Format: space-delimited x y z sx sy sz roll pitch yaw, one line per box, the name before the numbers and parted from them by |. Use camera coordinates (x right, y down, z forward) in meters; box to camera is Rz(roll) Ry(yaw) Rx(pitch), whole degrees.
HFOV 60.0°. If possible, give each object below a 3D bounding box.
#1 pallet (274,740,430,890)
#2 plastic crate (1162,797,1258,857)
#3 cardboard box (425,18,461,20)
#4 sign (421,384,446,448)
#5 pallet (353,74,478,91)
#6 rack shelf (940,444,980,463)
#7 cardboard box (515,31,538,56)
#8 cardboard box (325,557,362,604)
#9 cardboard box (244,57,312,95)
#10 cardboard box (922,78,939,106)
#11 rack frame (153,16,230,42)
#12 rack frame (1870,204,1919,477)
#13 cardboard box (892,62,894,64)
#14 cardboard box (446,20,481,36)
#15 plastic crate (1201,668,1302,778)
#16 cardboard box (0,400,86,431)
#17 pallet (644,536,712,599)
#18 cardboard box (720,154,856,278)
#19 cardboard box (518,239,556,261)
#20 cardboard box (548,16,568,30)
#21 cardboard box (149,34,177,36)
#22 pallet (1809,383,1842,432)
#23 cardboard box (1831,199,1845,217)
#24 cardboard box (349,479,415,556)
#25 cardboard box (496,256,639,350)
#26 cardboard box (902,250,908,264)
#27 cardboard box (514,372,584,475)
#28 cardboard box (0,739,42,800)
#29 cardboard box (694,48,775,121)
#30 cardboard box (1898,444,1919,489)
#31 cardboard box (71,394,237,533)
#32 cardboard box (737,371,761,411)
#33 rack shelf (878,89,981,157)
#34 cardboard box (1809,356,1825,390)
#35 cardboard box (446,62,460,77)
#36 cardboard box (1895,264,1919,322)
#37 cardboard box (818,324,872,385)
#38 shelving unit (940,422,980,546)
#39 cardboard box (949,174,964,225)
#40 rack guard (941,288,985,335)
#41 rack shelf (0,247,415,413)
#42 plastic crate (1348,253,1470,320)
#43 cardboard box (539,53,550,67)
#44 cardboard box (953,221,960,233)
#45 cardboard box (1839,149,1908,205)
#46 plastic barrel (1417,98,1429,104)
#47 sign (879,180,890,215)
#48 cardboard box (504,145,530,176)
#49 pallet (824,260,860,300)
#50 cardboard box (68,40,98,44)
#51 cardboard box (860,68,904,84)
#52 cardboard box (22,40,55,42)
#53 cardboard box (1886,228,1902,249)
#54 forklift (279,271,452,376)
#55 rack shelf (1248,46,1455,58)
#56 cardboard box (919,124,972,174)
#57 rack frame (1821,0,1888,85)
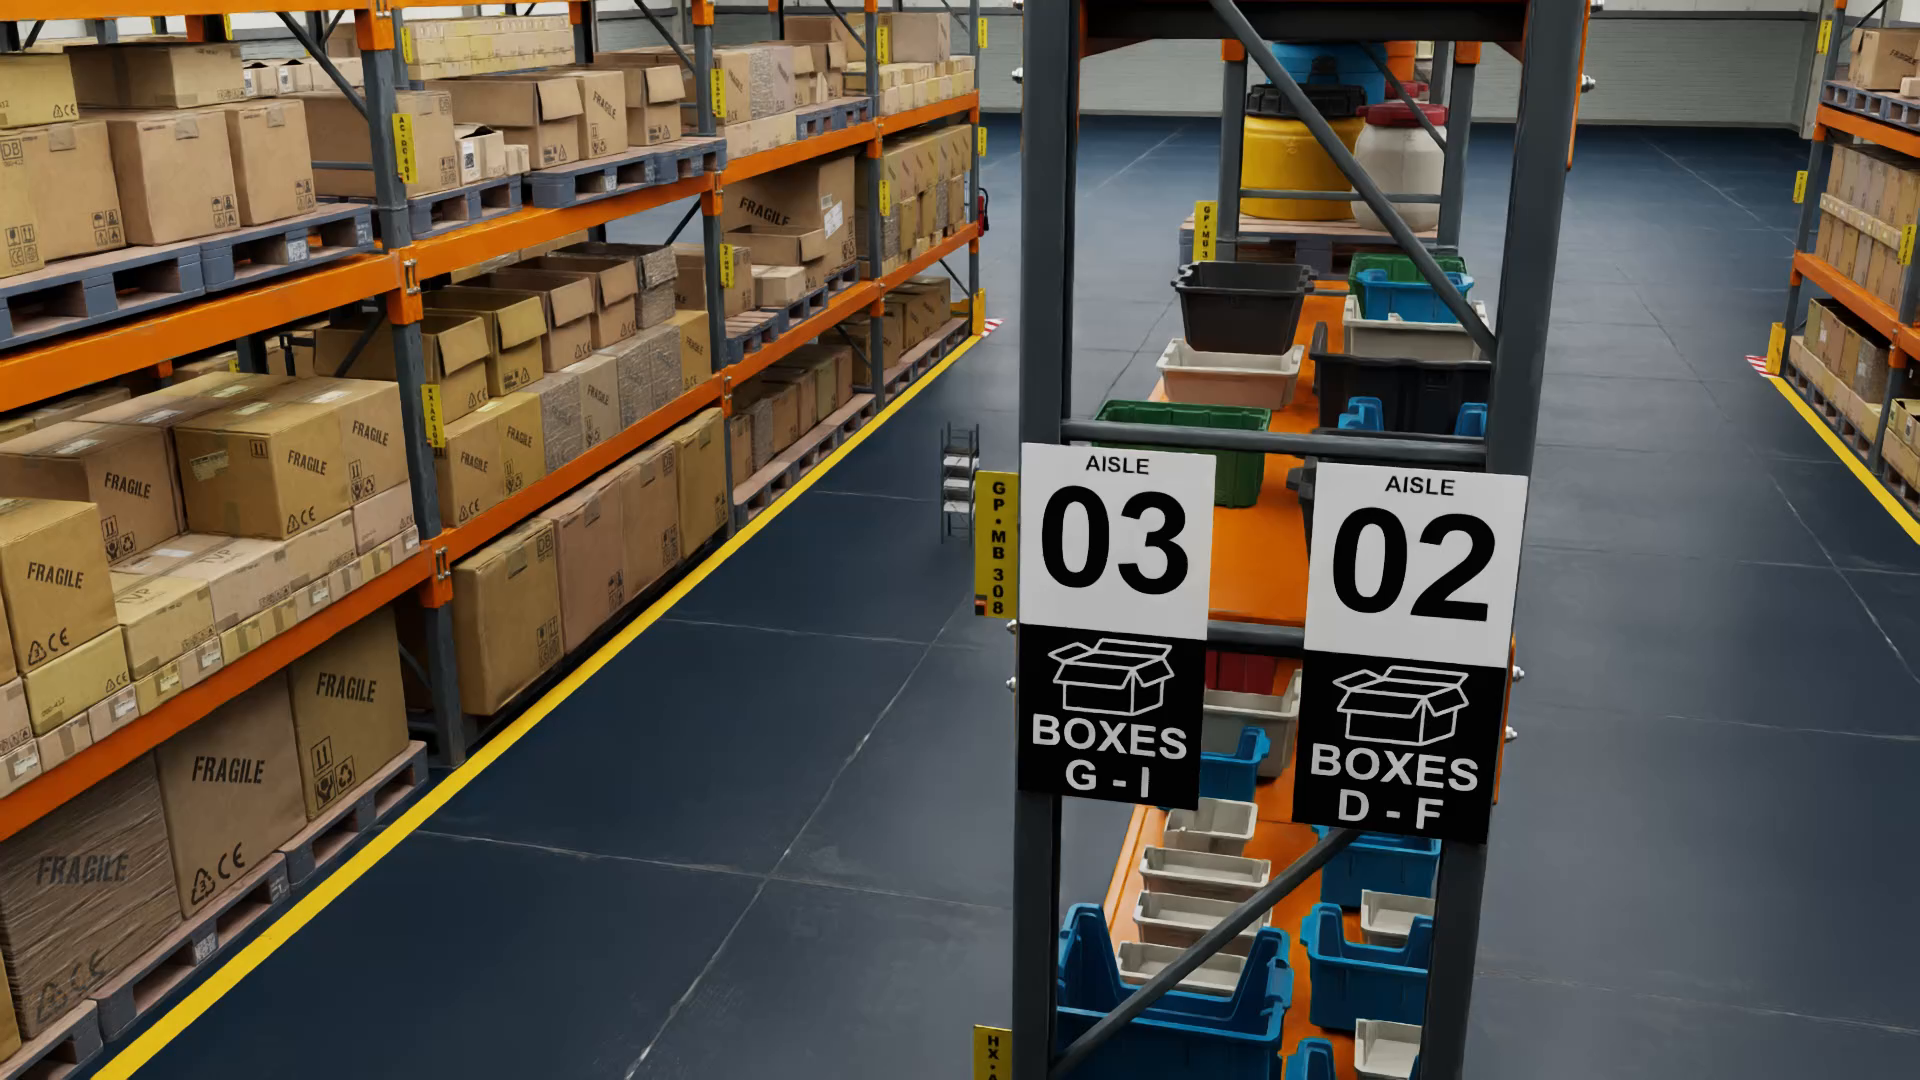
pallet | -3.468 1.328 8.474 1.003 0.211 1.213 5 19 13
plastic crate | 0.826 0.974 5.510 0.298 0.136 0.250 5 19 13
cardboard box | -5.824 -5.775 18.663 0.380 0.149 0.250 5 19 14
sign | -2.668 -0.628 8.424 0.100 0.325 0.005 5 19 13
pallet | -5.827 -4.788 17.562 1.003 0.211 1.213 5 19 13
rack shelf | -0.002 -0.647 12.458 0.258 0.077 0.200 5 19 13
cardboard box | -5.155 -5.655 18.929 0.500 0.250 0.500 5 19 13
cardboard box | -3.089 0.177 7.916 0.380 0.149 0.250 4 19 12
cardboard box | -6.252 -4.212 15.070 0.500 0.311 0.500 4 19 11
cardboard box | -0.517 -4.688 17.363 0.500 0.250 0.500 4 19 12
rack frame | -9.884 -7.607 21.036 1.000 3.000 0.127 5 19 13
rack frame | 8.353 -1.948 13.750 1.000 3.000 0.127 5 19 13
cardboard box | -0.917 -5.049 17.805 0.380 0.149 0.250 4 19 11
cardboard box | -5.371 -5.486 17.818 0.380 0.149 0.250 5 19 14
plastic crate | 1.044 0.659 6.209 0.437 0.282 0.530 5 19 13
cardboard box | -7.040 -0.878 12.674 0.500 0.250 0.500 5 19 14
pallet | -2.495 0.083 12.118 1.003 0.211 1.213 5 19 13
cardboard box | -1.582 -2.976 15.183 1.000 1.000 1.000 5 19 14
cardboard box | -5.374 -3.108 19.784 0.875 0.875 0.875 4 19 13
cardboard box | -4.875 -6.122 19.681 0.380 0.149 0.250 5 19 14
cardboard box | -10.169 -6.351 21.154 0.380 0.149 0.250 5 19 13
pallet | 8.884 -1.258 16.044 1.003 0.211 1.213 5 19 13
cardboard box | 8.901 -3.289 16.518 0.380 0.149 0.250 5 19 14
cardboard box | -3.060 -0.135 8.213 0.500 0.250 0.500 4 19 12
cardboard box | -2.586 -1.568 10.931 0.797 0.503 0.637 5 20 15
cardboard box | -0.748 -2.893 16.906 0.380 0.149 0.250 5 19 13
cardboard box | -2.607 -0.710 9.972 0.500 0.500 0.500 4 19 12
cardboard box | -3.591 0.821 6.033 0.380 0.149 0.250 4 19 13
cardboard box | -1.738 -3.467 12.628 0.500 0.500 0.500 5 19 14
cardboard box | 7.888 -0.579 13.345 0.500 0.250 0.500 5 20 15
cardboard box | -3.700 -0.365 7.728 0.500 0.500 0.500 5 19 13
cardboard box | -1.975 -1.237 13.696 0.500 0.250 0.500 7 20 20
rack shelf | -0.763 -4.438 17.511 1.077 0.370 4.000 5 19 13
cardboard box | 8.742 -1.635 16.438 0.500 0.250 0.500 5 19 13
cardboard box | -5.495 -4.948 17.478 0.380 0.149 0.250 5 19 13
cardboard box | 8.455 -2.135 14.143 0.700 0.500 0.500 4 19 12
cardboard box | -1.116 -1.870 16.738 0.500 0.500 0.500 4 19 12
shelving unit | -0.002 -0.423 12.535 0.258 0.900 0.210 5 19 13
cardboard box | -0.442 -3.837 18.666 0.875 0.500 0.500 5 19 13
rack guard | -0.293 -2.779 20.049 1.175 0.500 0.348 5 19 13
rack shelf | -3.695 -0.676 6.499 1.077 0.370 4.000 5 19 13
plastic crate | 1.786 -0.996 6.649 0.450 0.188 0.662 5 19 13
cardboard box | -4.999 -5.586 19.344 0.380 0.149 0.250 5 19 14
cardboard box | -0.217 -3.600 18.976 0.380 0.149 0.250 5 19 13
cardboard box | 9.068 -3.536 16.237 0.700 0.500 0.500 4 19 12
plastic barrel | 2.946 -2.632 10.940 0.421 0.512 0.421 0 19 0
sign | -0.713 -3.237 15.732 0.100 0.325 0.005 5 19 13
cardboard box | -2.697 -2.178 9.523 0.380 0.149 0.250 4 19 11
pallet | -1.580 -2.413 15.408 1.003 0.211 1.213 5 19 13
cardboard box | -10.169 -5.759 19.422 0.380 0.149 0.250 5 20 14
cardboard box | -0.770 -4.599 16.486 0.380 0.149 0.250 5 20 15
cardboard box | -10.744 -5.721 19.310 0.380 0.149 0.250 5 19 14
cardboard box | 8.399 -2.647 14.637 0.380 0.149 0.250 5 19 13
forklift | -5.002 -1.882 13.662 3.031 2.935 1.130 6 20 16
rack shelf | 2.085 -2.769 8.604 1.077 0.370 4.000 5 19 13
cardboard box | -0.170 -4.455 18.927 0.500 0.500 0.500 5 19 13
rack frame | 9.330 -6.041 16.451 1.000 3.000 0.127 5 19 13
